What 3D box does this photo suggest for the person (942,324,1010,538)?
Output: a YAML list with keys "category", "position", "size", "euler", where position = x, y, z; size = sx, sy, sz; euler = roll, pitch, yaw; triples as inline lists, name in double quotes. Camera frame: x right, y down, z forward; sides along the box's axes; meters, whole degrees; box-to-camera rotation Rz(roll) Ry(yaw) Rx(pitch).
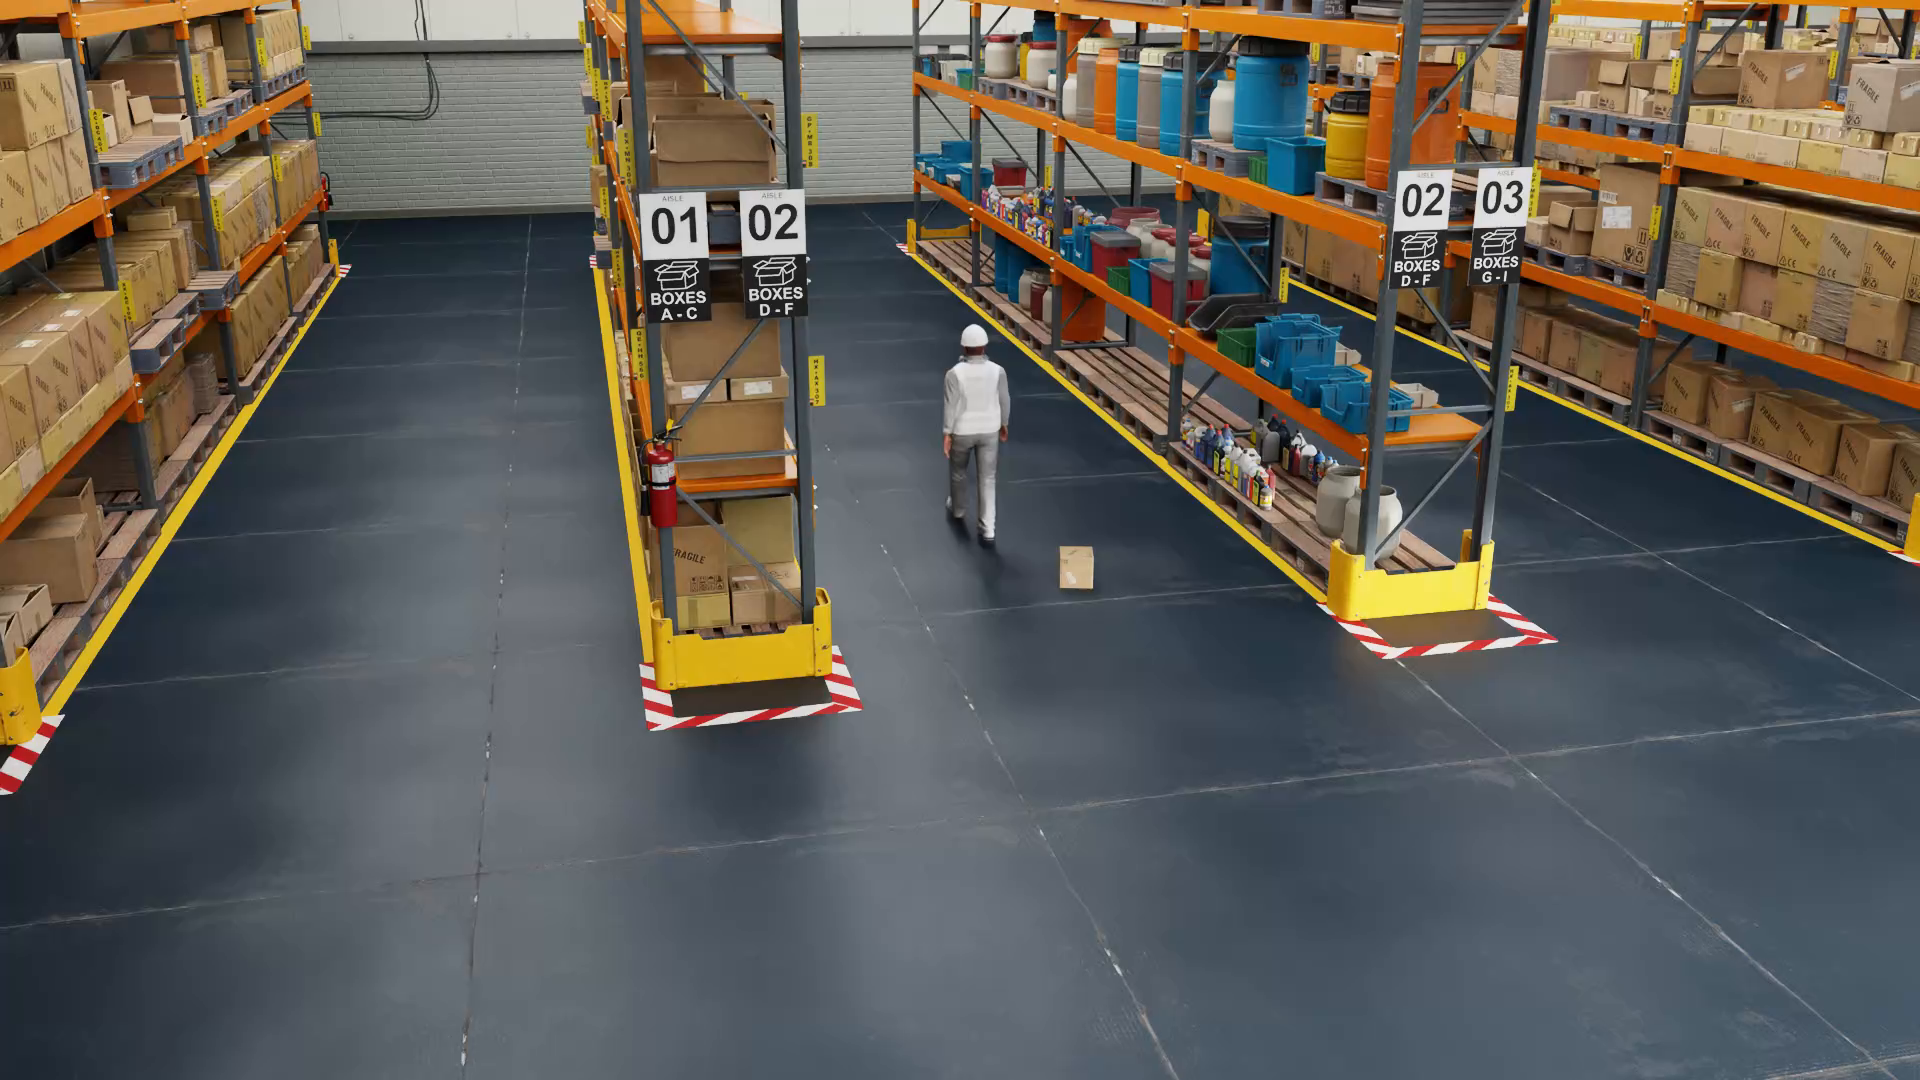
- category: "person"
  position: [0.129, -0.925, 13.673]
  size: [0.575, 1.725, 1.059]
  euler: [-2, 20, -5]
